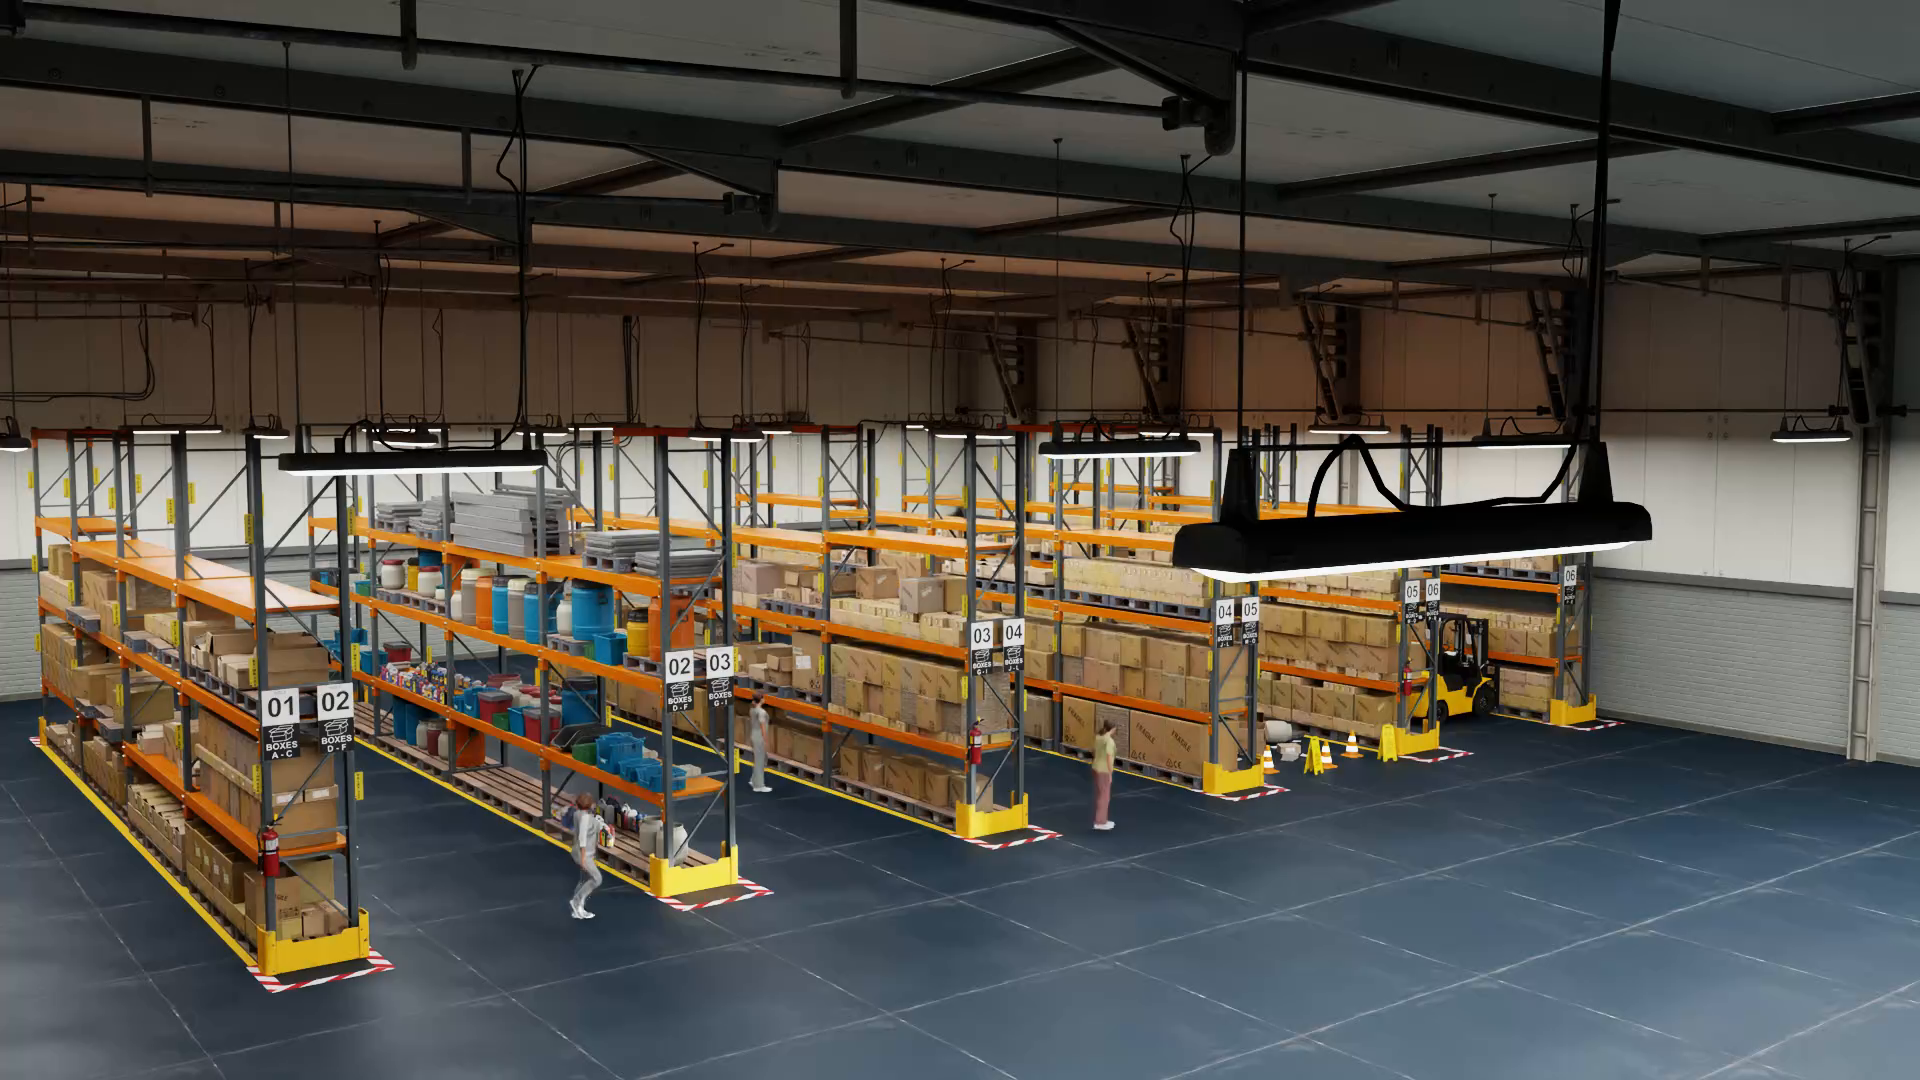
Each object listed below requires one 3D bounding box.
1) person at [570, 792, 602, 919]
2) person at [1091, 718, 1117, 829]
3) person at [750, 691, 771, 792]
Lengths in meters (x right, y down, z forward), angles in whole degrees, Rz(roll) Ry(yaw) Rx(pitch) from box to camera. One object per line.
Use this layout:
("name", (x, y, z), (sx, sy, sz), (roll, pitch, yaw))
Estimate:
("person", (-4.628, 3.907, 20.591), (0.437, 1.593, 0.500), (0, 4, 1))
("person", (2.181, 3.529, 25.145), (0.357, 1.684, 0.479), (-2, 5, -23))
("person", (-3.329, 3.349, 27.613), (0.342, 1.707, 0.550), (-2, 5, -22))
